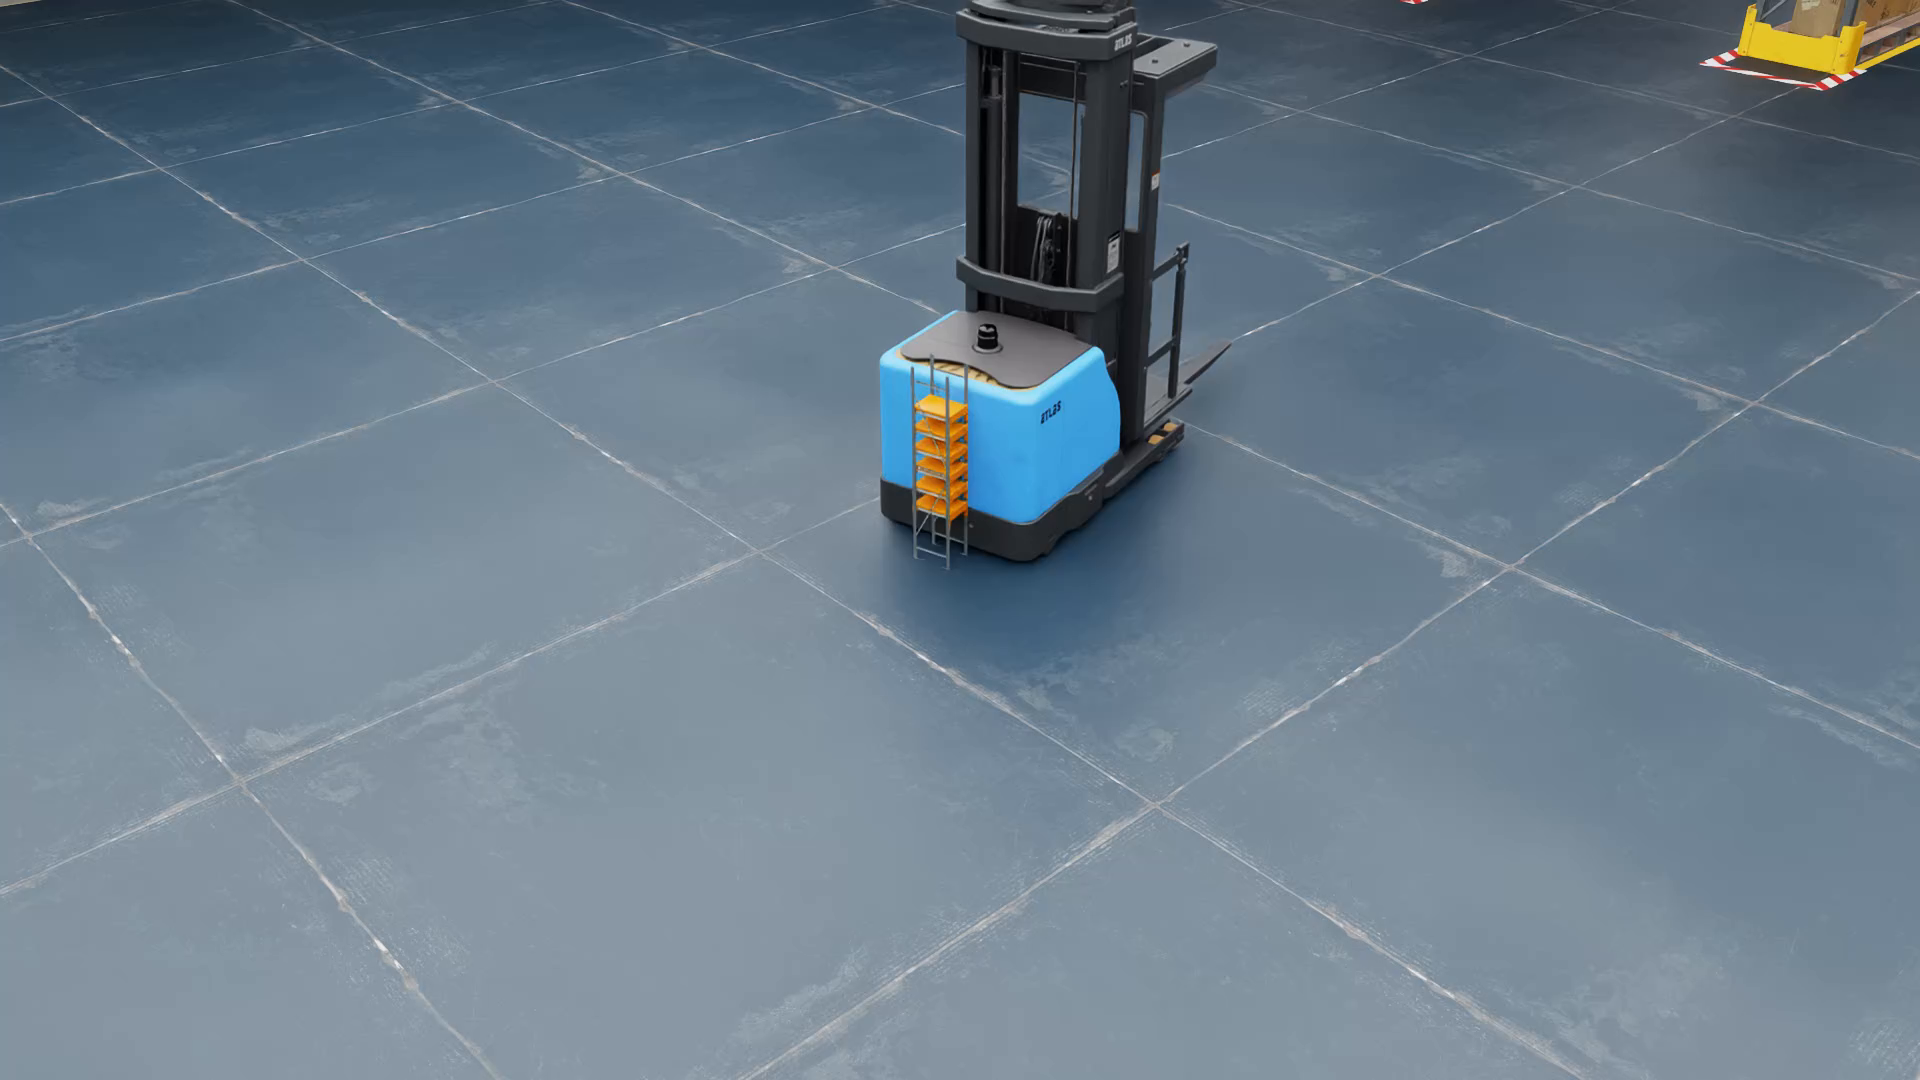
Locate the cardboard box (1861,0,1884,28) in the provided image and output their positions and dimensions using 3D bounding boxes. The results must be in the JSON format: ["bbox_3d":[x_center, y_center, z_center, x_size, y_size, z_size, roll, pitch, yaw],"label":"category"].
[{"bbox_3d":[9.912,-6.014,18.538,0.500,0.500,0.500,-15,35,-23],"label":"cardboard box"}]

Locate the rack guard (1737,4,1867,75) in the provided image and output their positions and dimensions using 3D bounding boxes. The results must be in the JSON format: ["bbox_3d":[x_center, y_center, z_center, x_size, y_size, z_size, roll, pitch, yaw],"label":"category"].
[{"bbox_3d":[9.083,-5.422,17.972,0.348,0.500,1.175,-26,40,-35],"label":"rack guard"}]

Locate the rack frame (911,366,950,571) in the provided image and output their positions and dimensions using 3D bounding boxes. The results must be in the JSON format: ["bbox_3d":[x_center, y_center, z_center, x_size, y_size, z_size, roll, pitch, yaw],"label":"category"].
[{"bbox_3d":[-0.159,-0.373,9.045,0.240,1.200,0.006,19,36,28],"label":"rack frame"}]

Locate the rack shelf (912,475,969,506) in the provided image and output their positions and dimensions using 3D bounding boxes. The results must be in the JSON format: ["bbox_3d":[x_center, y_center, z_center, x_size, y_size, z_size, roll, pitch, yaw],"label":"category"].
[{"bbox_3d":[-0.109,-0.273,9.196,0.258,0.103,0.180,19,36,28],"label":"rack shelf"}]

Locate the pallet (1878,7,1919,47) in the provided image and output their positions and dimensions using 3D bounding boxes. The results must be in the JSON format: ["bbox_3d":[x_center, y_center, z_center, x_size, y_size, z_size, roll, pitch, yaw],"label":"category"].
[{"bbox_3d":[10.597,-6.004,19.201,1.213,0.211,1.003,-26,40,-35],"label":"pallet"}]

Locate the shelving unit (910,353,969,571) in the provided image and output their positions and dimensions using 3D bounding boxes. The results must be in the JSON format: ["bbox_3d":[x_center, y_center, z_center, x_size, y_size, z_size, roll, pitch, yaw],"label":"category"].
[{"bbox_3d":[-0.109,-0.413,9.110,0.258,1.200,0.189,19,36,28],"label":"shelving unit"}]

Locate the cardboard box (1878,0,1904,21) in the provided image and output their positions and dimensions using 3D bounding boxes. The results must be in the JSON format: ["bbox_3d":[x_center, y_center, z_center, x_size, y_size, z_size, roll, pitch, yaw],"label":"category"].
[{"bbox_3d":[10.384,-6.229,18.890,0.500,0.500,0.500,-22,38,-31],"label":"cardboard box"}]

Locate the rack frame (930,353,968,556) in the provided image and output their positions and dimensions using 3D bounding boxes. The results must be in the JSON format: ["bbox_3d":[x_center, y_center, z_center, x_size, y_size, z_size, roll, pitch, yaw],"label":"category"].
[{"bbox_3d":[-0.059,-0.453,9.176,0.240,1.200,0.006,19,36,28],"label":"rack frame"}]

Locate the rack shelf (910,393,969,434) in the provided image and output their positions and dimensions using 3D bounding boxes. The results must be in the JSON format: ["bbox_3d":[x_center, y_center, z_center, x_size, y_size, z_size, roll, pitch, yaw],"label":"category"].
[{"bbox_3d":[-0.109,-0.683,8.946,0.258,0.103,0.180,19,36,28],"label":"rack shelf"}]

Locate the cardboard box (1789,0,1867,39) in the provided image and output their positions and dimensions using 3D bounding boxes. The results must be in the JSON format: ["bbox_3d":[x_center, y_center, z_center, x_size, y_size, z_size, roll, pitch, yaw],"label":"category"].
[{"bbox_3d":[9.497,-5.789,18.170,0.500,0.500,0.500,-18,36,-27],"label":"cardboard box"}]

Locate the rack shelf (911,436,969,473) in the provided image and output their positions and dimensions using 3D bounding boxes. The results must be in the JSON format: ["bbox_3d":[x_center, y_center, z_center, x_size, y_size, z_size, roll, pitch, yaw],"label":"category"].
[{"bbox_3d":[-0.109,-0.478,9.071,0.258,0.103,0.180,19,36,28],"label":"rack shelf"}]

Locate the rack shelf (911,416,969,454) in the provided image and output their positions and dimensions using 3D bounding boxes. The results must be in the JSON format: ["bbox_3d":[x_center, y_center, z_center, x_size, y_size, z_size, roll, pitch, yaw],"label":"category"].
[{"bbox_3d":[-0.109,-0.580,9.008,0.258,0.103,0.180,19,36,28],"label":"rack shelf"}]

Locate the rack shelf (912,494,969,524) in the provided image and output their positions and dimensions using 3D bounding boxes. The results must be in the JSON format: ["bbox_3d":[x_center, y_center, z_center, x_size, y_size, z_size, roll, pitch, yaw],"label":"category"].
[{"bbox_3d":[-0.109,-0.171,9.259,0.258,0.103,0.180,19,36,28],"label":"rack shelf"}]

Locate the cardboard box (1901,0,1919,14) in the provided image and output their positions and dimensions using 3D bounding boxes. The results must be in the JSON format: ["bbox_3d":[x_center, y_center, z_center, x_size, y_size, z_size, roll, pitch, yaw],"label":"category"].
[{"bbox_3d":[10.823,-6.410,19.185,0.500,0.500,0.500,25,39,35],"label":"cardboard box"}]

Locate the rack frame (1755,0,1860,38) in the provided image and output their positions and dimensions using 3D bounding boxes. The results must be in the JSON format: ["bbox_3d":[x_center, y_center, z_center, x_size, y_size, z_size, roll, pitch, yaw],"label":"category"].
[{"bbox_3d":[9.028,-6.461,17.276,0.127,3.000,1.000,-26,40,-35],"label":"rack frame"}]

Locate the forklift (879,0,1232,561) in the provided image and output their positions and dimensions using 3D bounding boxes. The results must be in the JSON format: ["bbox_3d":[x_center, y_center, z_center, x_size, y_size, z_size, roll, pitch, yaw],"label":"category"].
[{"bbox_3d":[0.762,-1.862,9.819,1.130,2.935,3.031,19,36,28],"label":"forklift"}]

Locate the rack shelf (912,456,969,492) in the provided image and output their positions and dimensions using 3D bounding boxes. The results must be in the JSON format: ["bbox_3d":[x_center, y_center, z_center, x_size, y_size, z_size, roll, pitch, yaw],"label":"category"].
[{"bbox_3d":[-0.109,-0.376,9.134,0.258,0.103,0.180,19,36,28],"label":"rack shelf"}]

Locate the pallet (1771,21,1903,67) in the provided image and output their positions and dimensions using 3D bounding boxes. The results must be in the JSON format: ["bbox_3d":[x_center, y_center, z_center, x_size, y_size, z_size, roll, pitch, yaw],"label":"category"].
[{"bbox_3d":[9.703,-5.573,18.497,1.213,0.211,1.003,-26,40,-35],"label":"pallet"}]
